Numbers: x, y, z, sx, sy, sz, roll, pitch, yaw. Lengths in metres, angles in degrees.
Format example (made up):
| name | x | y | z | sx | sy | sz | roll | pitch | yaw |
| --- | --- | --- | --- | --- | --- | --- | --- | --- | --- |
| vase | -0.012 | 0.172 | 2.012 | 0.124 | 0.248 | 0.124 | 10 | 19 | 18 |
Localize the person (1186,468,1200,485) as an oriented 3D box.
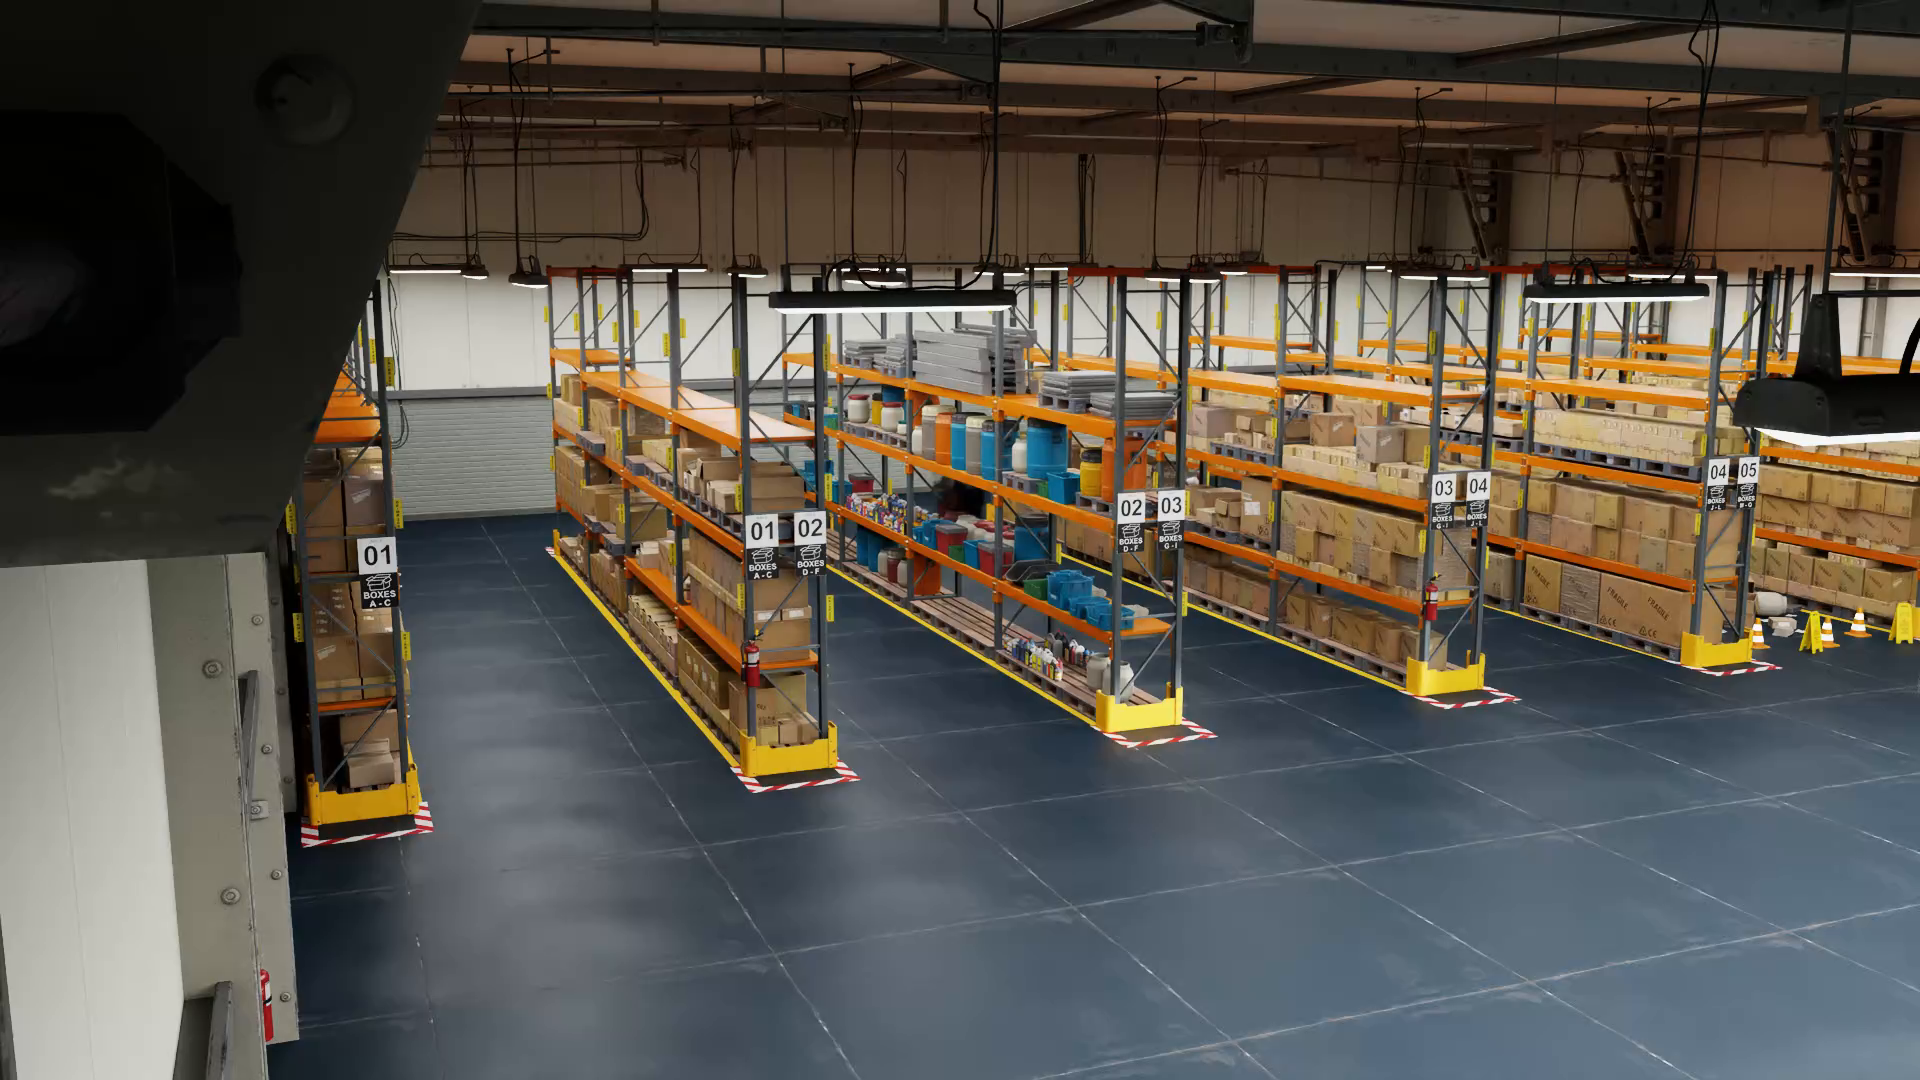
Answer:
| name | x | y | z | sx | sy | sz | roll | pitch | yaw |
| --- | --- | --- | --- | --- | --- | --- | --- | --- | --- |
| person | 5.235 | -0.851 | 36.989 | 0.564 | 1.618 | 0.694 | -5 | 11 | -26 |
